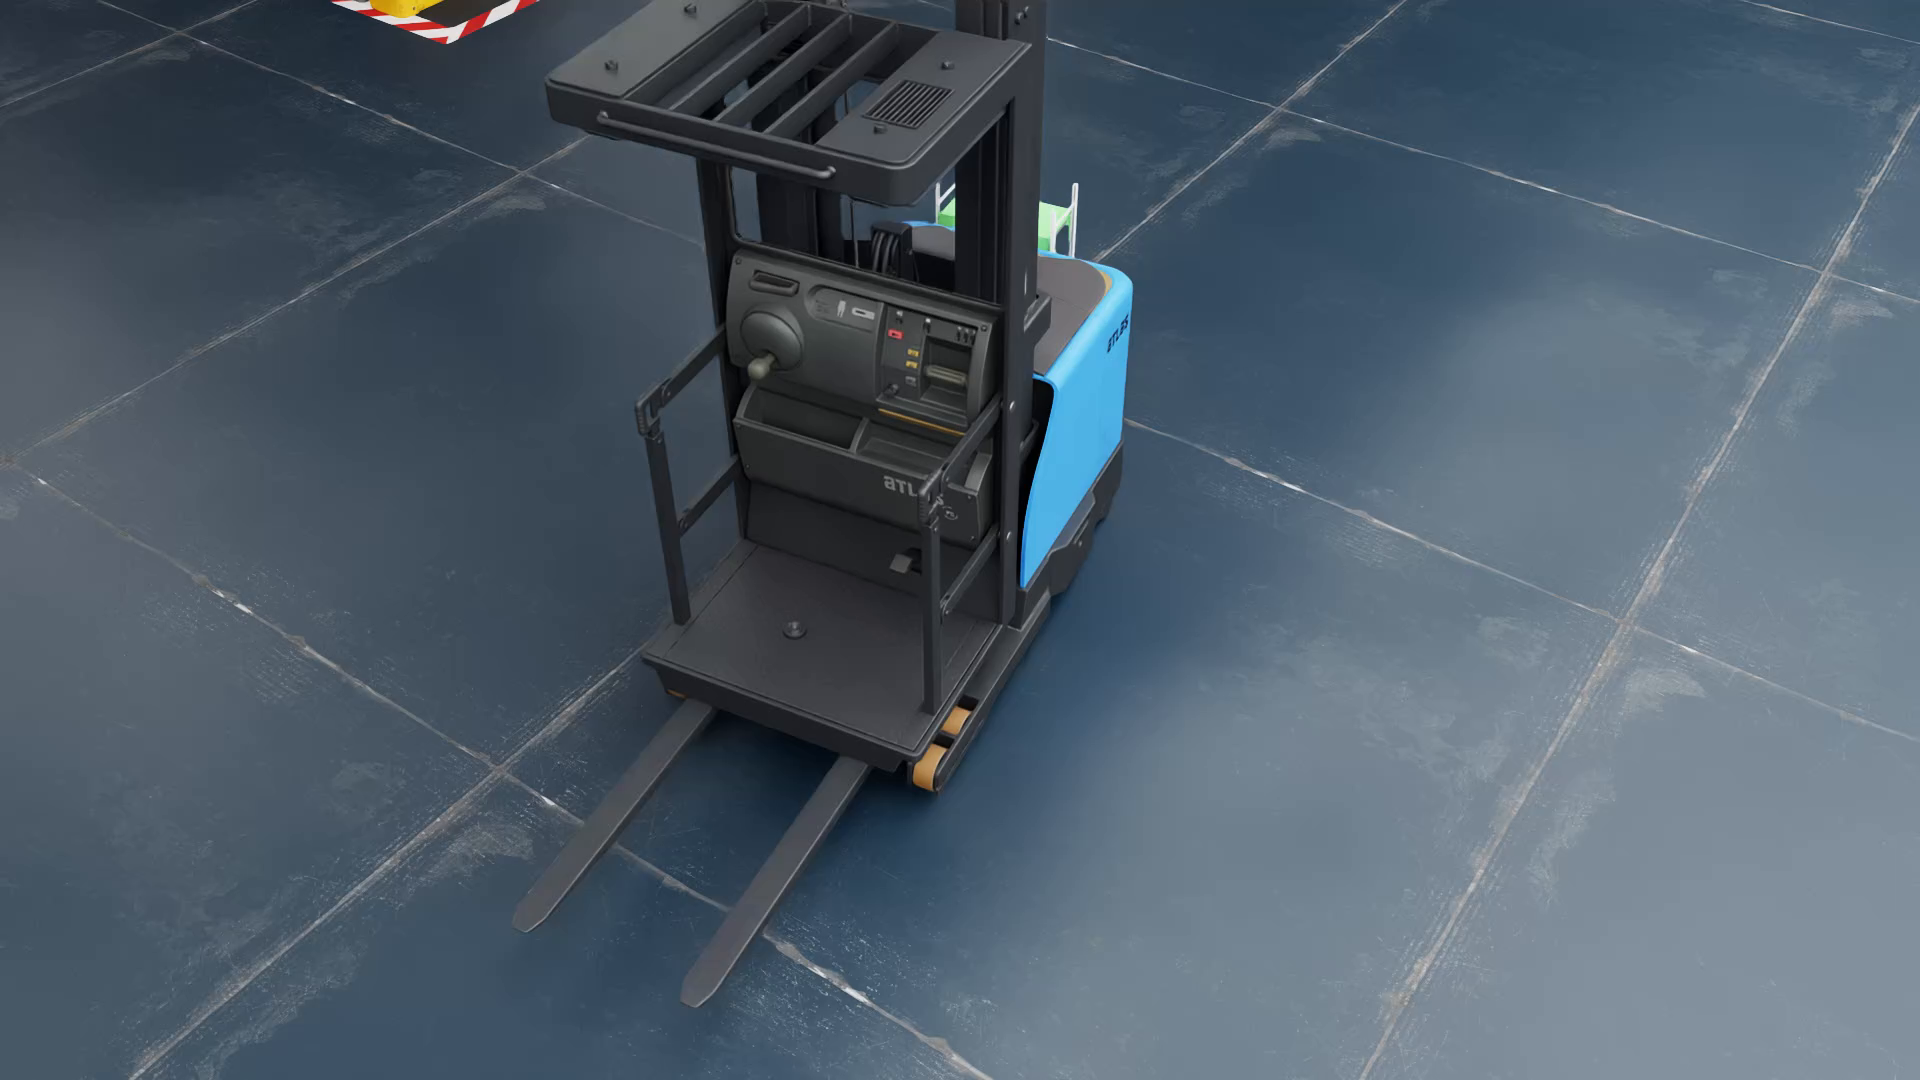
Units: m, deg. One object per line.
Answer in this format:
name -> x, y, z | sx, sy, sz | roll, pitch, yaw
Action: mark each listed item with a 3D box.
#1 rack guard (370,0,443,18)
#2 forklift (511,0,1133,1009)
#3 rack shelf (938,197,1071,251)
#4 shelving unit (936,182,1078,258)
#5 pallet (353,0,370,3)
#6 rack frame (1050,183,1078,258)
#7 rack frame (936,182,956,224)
rack guard -> -3.279, -3.818, 10.642 | 0.348, 0.500, 1.175 | 25, 48, 25
forklift -> -0.423, -0.558, 5.175 | 1.130, 2.935, 3.031 | 18, 45, 19
rack shelf -> 0.184, -1.256, 6.629 | 0.480, 0.148, 0.258 | 17, 45, 18
shelving unit -> 0.184, -0.945, 6.907 | 0.503, 1.200, 0.258 | 17, 45, 18
pallet -> -3.999, -3.983, 11.043 | 1.213, 0.211, 1.003 | 25, 48, 25
rack frame -> 0.405, -0.877, 6.830 | 0.015, 1.200, 0.240 | 17, 45, 18
rack frame -> -0.037, -1.014, 6.984 | 0.015, 1.200, 0.240 | 17, 45, 18
